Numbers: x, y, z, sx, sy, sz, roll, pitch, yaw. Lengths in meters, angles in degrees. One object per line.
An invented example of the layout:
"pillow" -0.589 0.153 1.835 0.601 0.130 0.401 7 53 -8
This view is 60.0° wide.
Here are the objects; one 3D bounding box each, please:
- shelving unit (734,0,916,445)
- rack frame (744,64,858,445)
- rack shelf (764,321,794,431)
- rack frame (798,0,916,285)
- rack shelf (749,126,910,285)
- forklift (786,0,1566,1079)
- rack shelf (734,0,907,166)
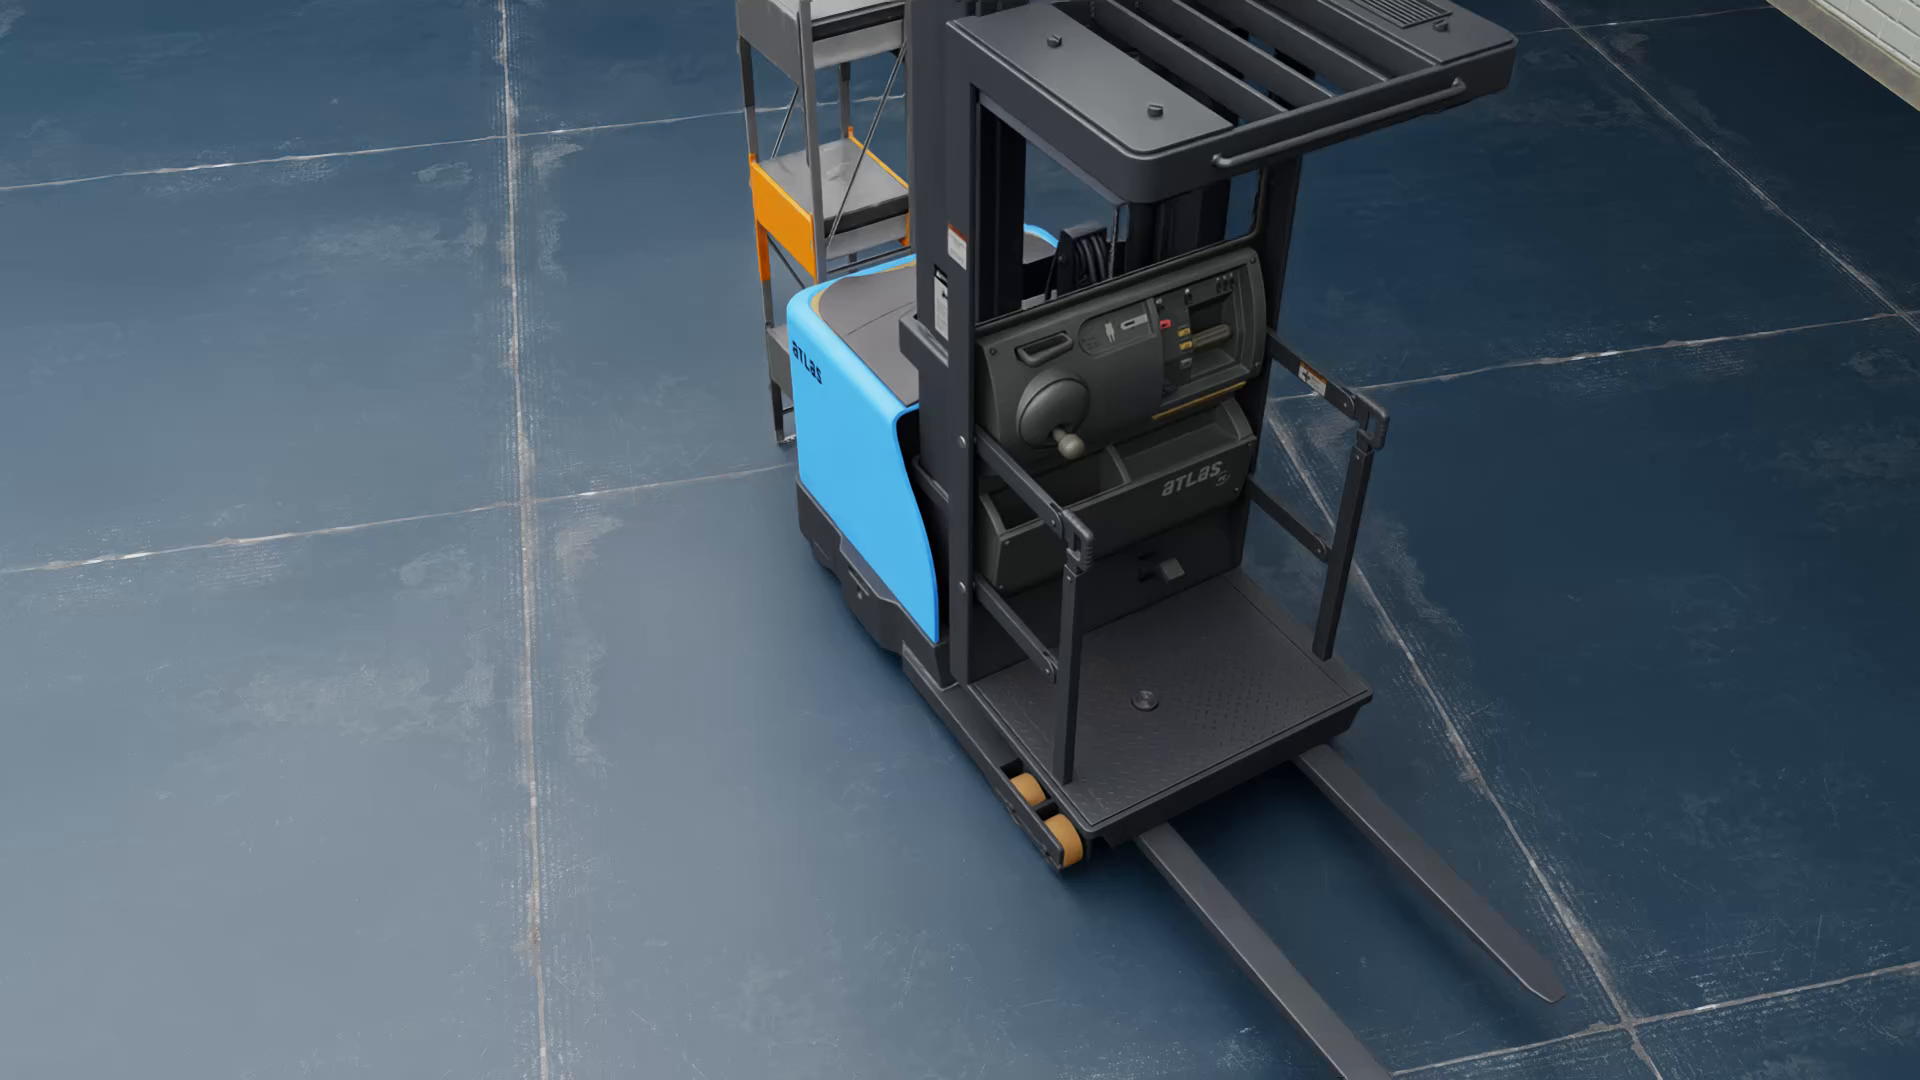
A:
"shelving unit" -0.441 -1.100 5.907 0.431 2.100 0.503 -22 46 -23
"rack frame" -0.566 -1.239 6.064 0.400 2.100 0.015 -22 46 -23
"rack shelf" -0.441 -0.566 6.381 0.431 0.518 0.480 -22 46 -23
"rack frame" -0.315 -0.961 5.751 0.400 2.100 0.015 -22 46 -23
"rack shelf" -0.441 -1.089 5.916 0.431 0.518 0.480 -22 46 -23
"forklift" 0.589 -0.443 4.541 1.130 2.935 3.031 -22 46 -23
"rack shelf" -0.441 -1.613 5.451 0.431 0.518 0.480 -22 46 -23
